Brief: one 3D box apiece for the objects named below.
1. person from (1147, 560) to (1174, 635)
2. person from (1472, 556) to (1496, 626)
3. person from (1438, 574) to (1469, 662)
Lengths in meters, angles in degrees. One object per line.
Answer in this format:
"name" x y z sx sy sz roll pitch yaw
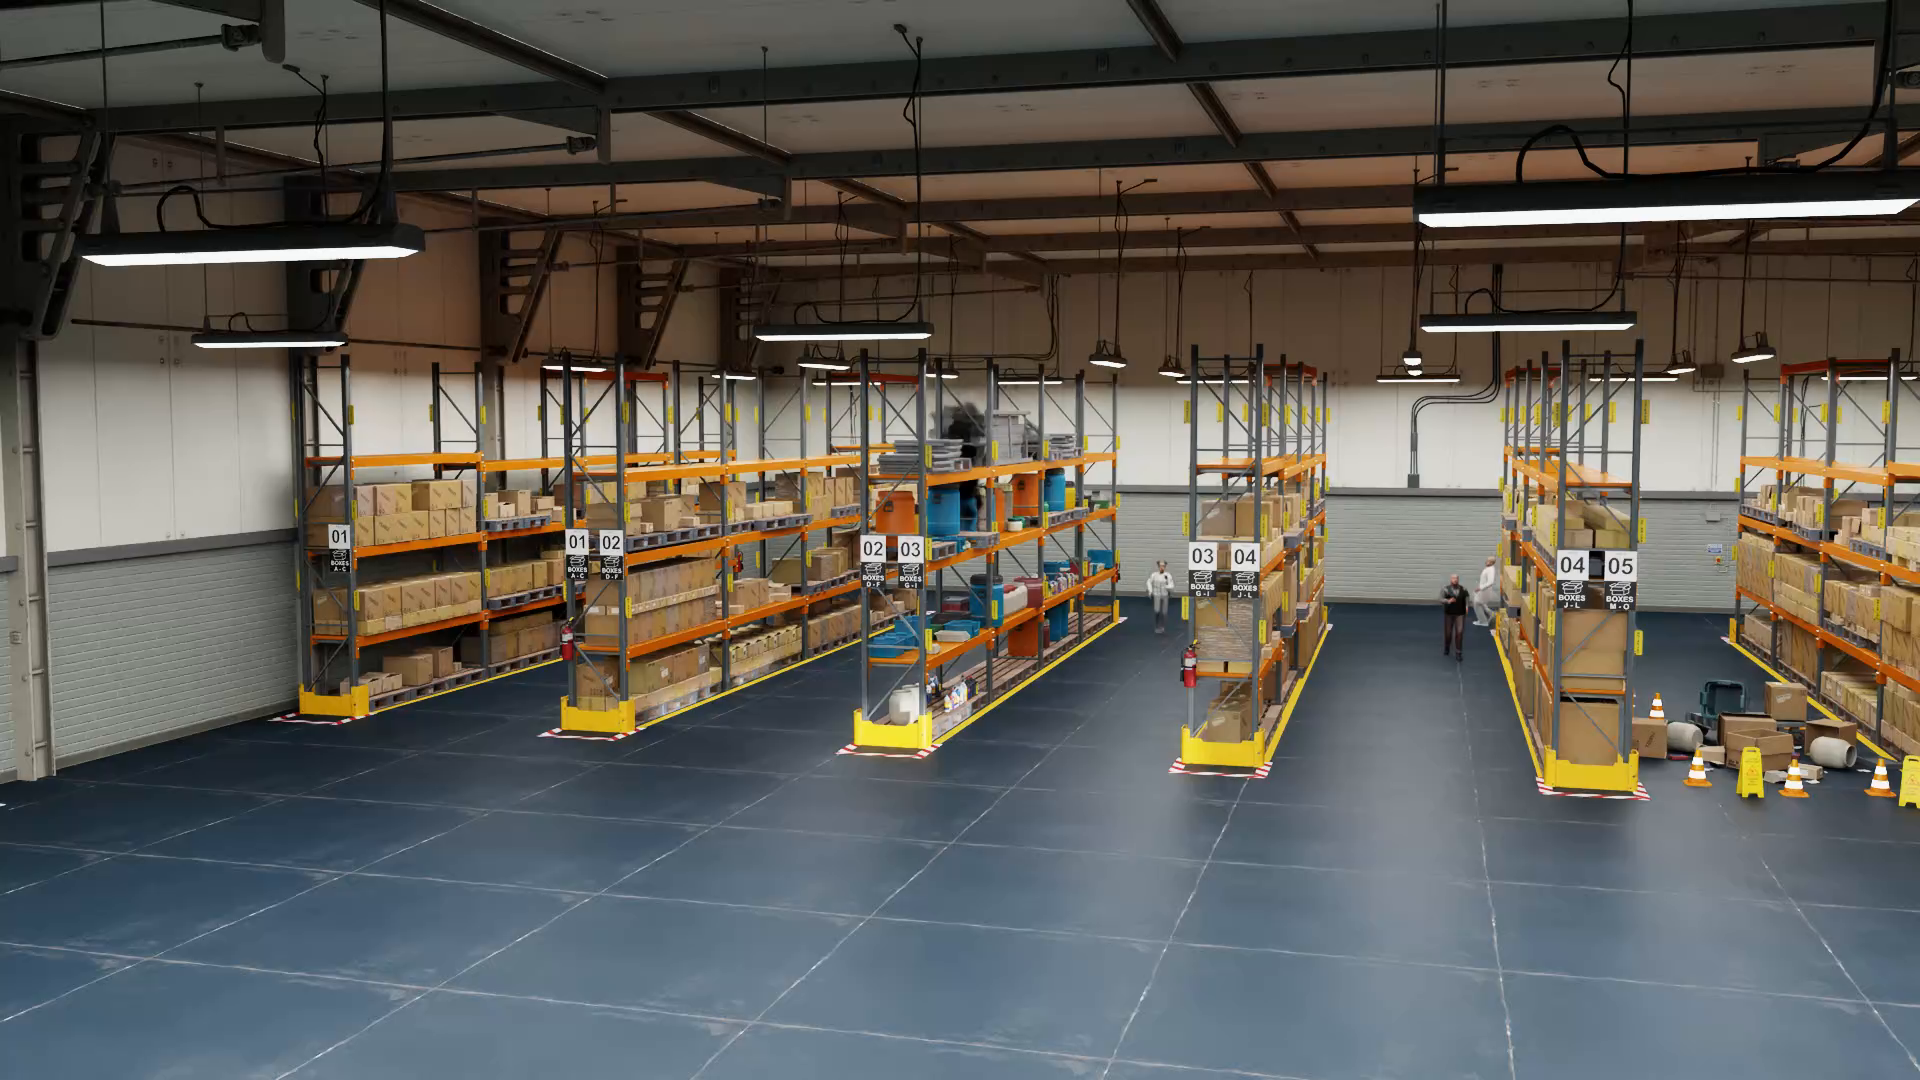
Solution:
"person" 4.572 1.312 38.031 0.549 1.715 0.696 0 4 3
"person" 12.362 1.214 39.254 0.552 1.678 0.757 2 5 25
"person" 10.127 1.565 34.116 0.674 1.747 0.893 1 4 7
